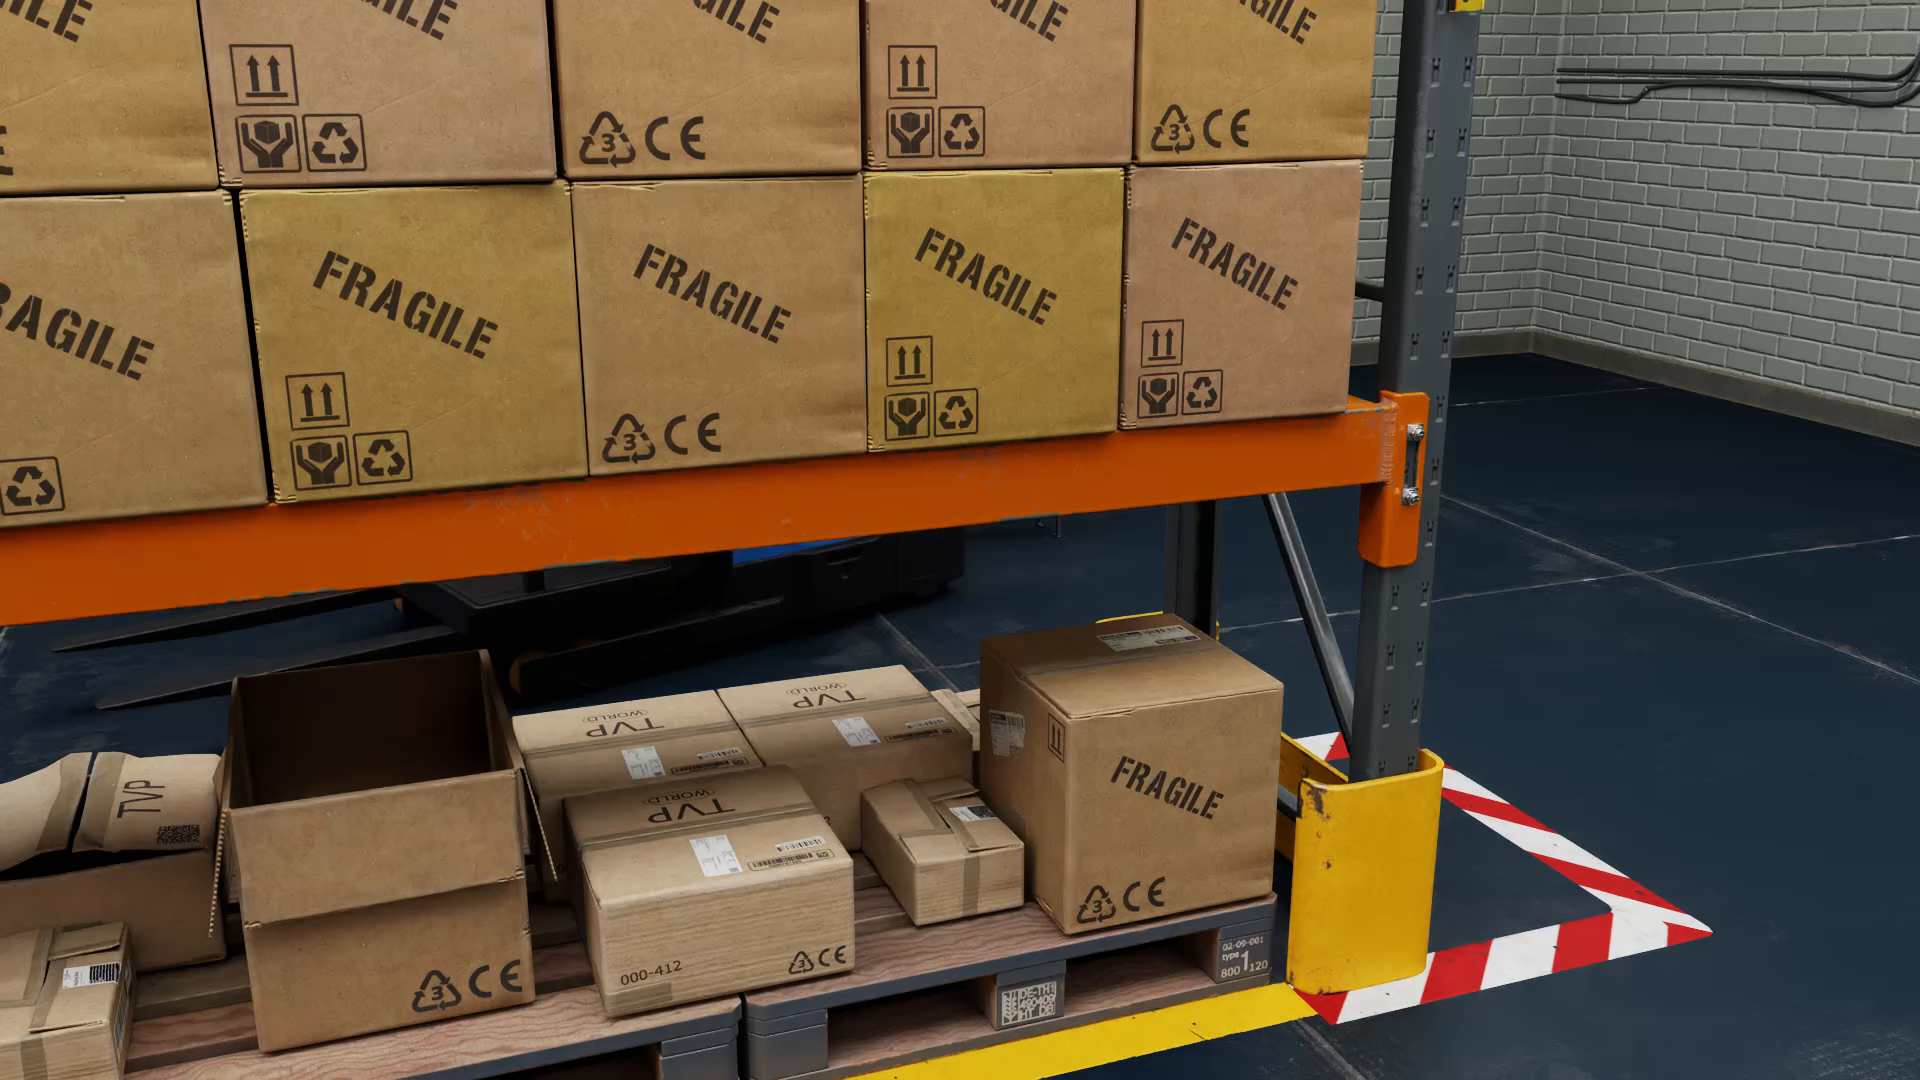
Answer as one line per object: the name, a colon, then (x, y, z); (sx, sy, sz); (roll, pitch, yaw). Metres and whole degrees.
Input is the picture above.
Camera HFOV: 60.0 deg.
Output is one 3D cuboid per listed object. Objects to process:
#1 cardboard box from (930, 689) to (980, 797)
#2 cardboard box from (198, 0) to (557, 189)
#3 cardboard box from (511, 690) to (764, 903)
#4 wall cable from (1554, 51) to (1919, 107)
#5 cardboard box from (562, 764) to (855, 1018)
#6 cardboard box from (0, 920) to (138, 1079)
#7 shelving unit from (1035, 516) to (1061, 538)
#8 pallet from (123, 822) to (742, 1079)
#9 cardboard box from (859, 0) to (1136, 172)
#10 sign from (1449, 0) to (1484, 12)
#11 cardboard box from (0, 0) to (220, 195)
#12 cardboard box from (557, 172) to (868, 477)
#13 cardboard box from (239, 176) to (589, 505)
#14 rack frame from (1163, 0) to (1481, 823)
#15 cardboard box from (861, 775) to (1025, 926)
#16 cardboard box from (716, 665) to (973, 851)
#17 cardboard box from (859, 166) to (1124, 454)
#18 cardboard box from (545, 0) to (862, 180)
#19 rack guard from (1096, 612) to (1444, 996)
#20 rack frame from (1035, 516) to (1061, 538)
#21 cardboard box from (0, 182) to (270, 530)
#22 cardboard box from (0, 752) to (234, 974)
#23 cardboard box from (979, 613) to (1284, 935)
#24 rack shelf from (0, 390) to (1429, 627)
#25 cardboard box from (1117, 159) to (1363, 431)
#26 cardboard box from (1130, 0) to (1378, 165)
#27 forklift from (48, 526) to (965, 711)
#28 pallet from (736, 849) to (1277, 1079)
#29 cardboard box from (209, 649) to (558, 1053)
cardboard box: (0.038, 0.519, 4.255); (0.250, 0.166, 0.380); (-6, 17, -20)
cardboard box: (-0.965, -0.860, 2.752); (0.500, 0.500, 0.500); (-6, 17, -18)
cardboard box: (-0.758, 0.583, 3.889); (0.500, 0.250, 0.500); (-6, 17, -20)
wall cable: (4.419, -3.774, 9.490); (0.112, 2.526, 3.097); (-6, 17, -20)
cardboard box: (-0.532, 0.709, 3.458); (0.500, 0.250, 0.500); (-6, 17, -20)
cardboard box: (-1.676, 0.870, 3.059); (0.250, 0.166, 0.380); (-6, 17, -20)
shelving unit: (0.155, -0.592, 6.986); (0.503, 1.200, 0.258); (-6, 17, -20)
pallet: (-1.167, 0.942, 3.516); (1.213, 0.211, 1.003); (-6, 17, -20)
cardboard box: (-0.003, -0.966, 3.111); (0.500, 0.500, 0.500); (-6, 17, -19)
sign: (0.965, -1.165, 3.128); (0.005, 0.325, 0.100); (-6, 17, -20)
cardboard box: (-1.447, -0.808, 2.574); (0.500, 0.500, 0.500); (-7, 18, -22)
cardboard box: (-0.486, -0.435, 3.080); (0.500, 0.500, 0.500); (-6, 17, -20)
cardboard box: (-0.957, -0.385, 2.907); (0.500, 0.500, 0.500); (-6, 18, -21)
rack frame: (0.786, -0.606, 3.839); (0.127, 3.000, 1.000); (-6, 17, -20)
cardboard box: (-0.044, 0.679, 3.711); (0.250, 0.166, 0.380); (-6, 17, -20)
cardboard box: (-0.291, 0.532, 4.061); (0.500, 0.250, 0.500); (-6, 17, -20)
cardboard box: (-0.018, -0.484, 3.246); (0.500, 0.500, 0.500); (-6, 17, -20)
cardboard box: (-0.486, -0.912, 2.929); (0.500, 0.500, 0.500); (-6, 17, -19)
rack guard: (0.715, 0.601, 4.165); (0.348, 0.500, 1.175); (-6, 17, -20)
rack frame: (0.382, -0.617, 7.070); (0.015, 1.200, 0.240); (-6, 17, -20)
cardboard box: (-1.431, -0.333, 2.731); (0.500, 0.500, 0.500); (-6, 17, -20)
cardboard box: (-1.819, 0.668, 3.490); (0.500, 0.311, 0.500); (-6, 17, -20)
cardboard box: (0.366, 0.502, 3.722); (0.500, 0.500, 0.500); (-6, 17, -20)
rack shelf: (-1.082, -0.060, 3.254); (4.000, 0.370, 1.077); (-6, 17, -20)
cardboard box: (0.465, -0.538, 3.428); (0.500, 0.500, 0.500); (-6, 17, -18)
cardboard box: (0.468, -1.017, 3.285); (0.500, 0.500, 0.500); (-6, 18, -21)
forklift: (-1.450, -1.054, 5.486); (3.031, 2.935, 1.130); (-13, 21, -37)
pallet: (-0.030, 0.820, 3.932); (1.213, 0.211, 1.003); (-6, 17, -20)
cardboard box: (-1.197, 0.593, 3.405); (0.637, 0.503, 0.797); (-6, 17, -20)
